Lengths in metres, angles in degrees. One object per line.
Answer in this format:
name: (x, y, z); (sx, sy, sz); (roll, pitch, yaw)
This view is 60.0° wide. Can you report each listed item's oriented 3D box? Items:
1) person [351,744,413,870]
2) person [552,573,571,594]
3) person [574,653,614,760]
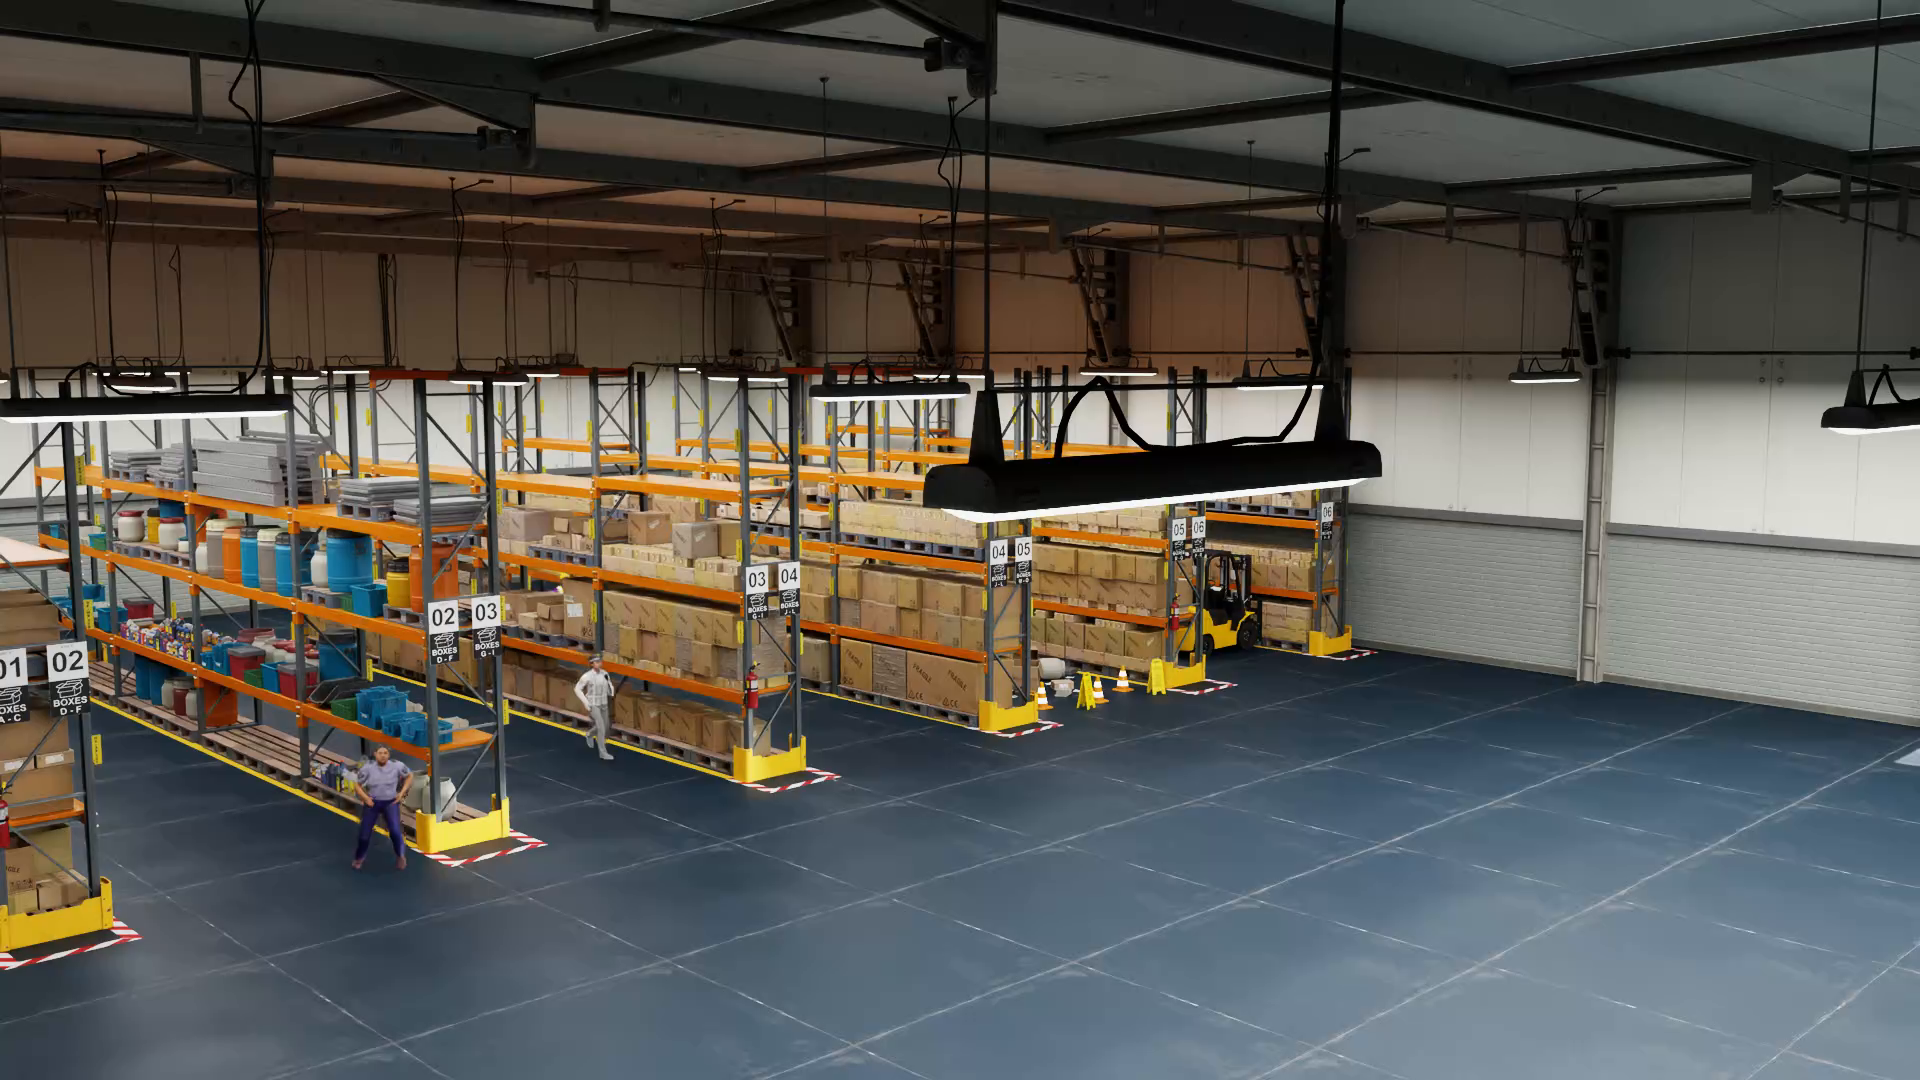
person: (-7.082, 3.261, 20.368); (0.760, 1.579, 0.667); (-3, 7, -21)
person: (-8.279, 1.544, 34.932); (0.702, 1.726, 0.568); (-5, 8, -39)
person: (-5.697, 2.572, 25.974); (0.734, 1.663, 0.616); (6, 9, 42)
